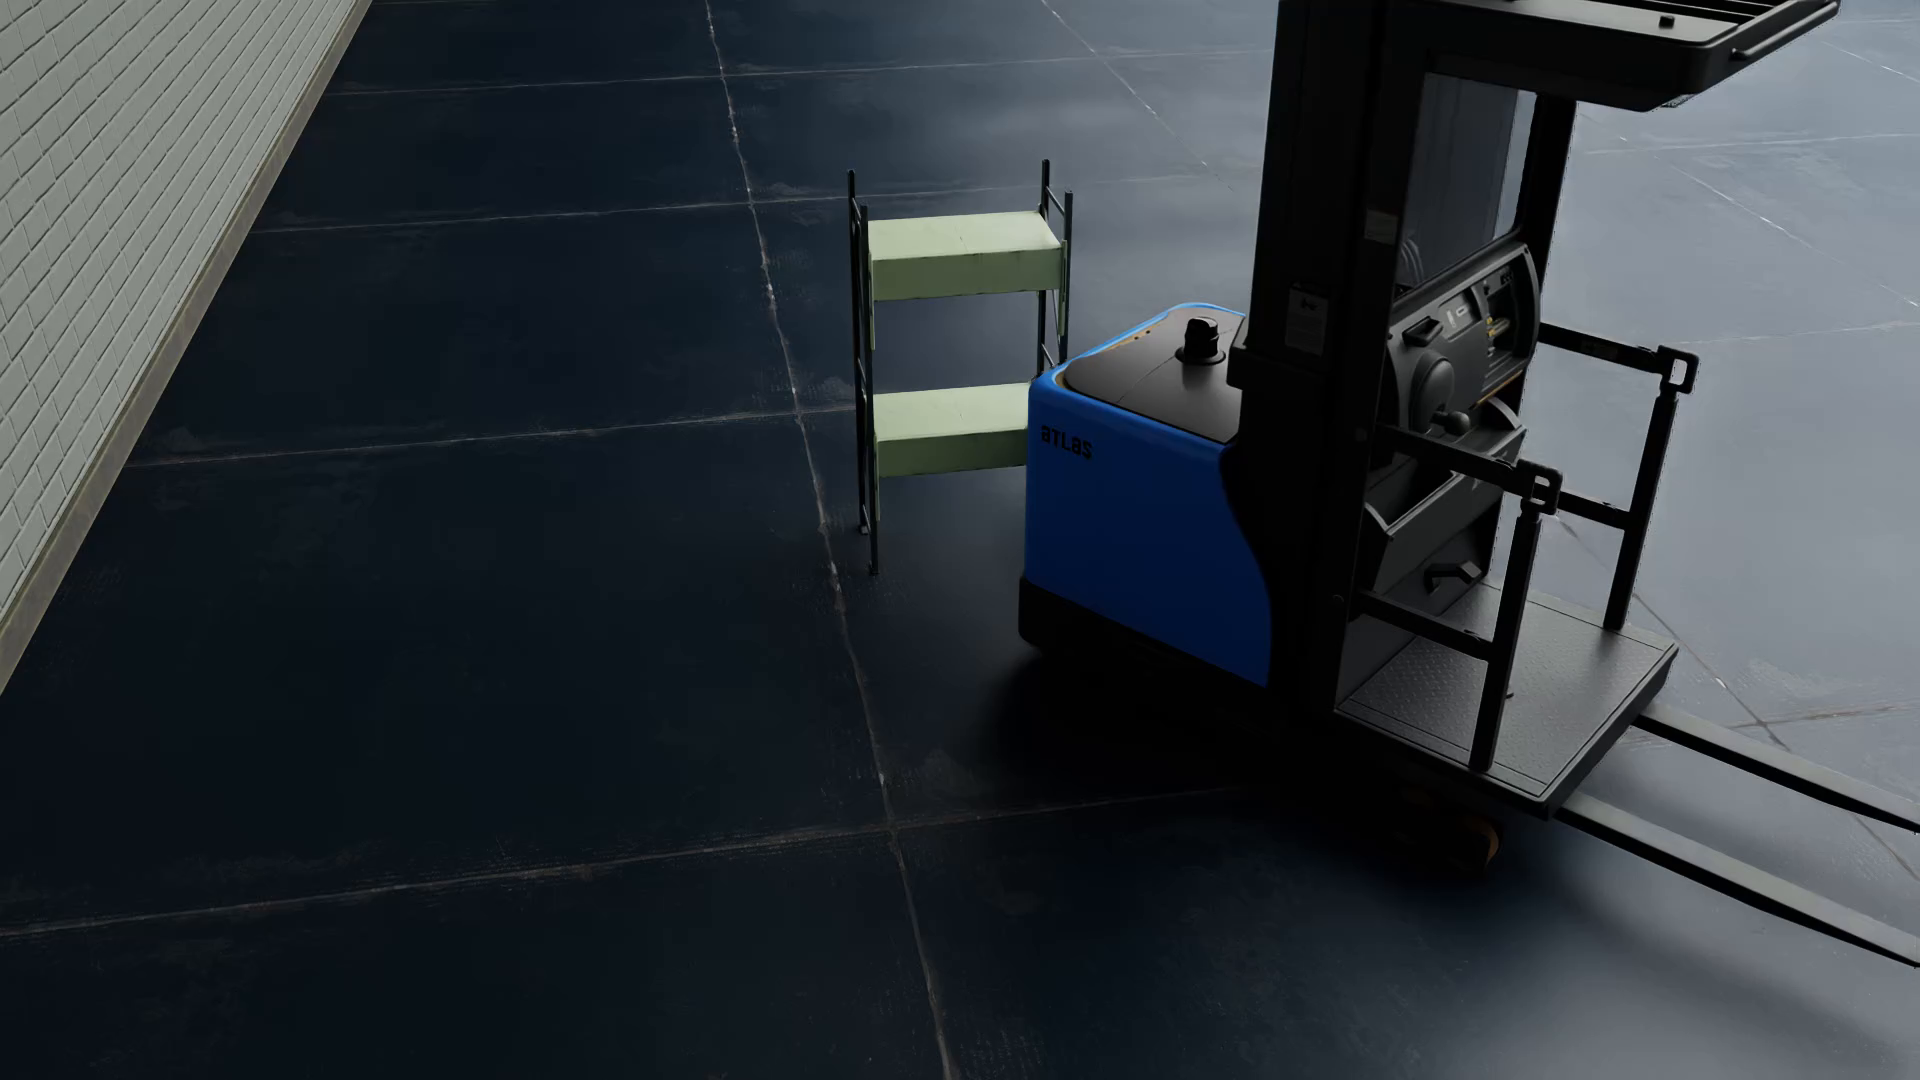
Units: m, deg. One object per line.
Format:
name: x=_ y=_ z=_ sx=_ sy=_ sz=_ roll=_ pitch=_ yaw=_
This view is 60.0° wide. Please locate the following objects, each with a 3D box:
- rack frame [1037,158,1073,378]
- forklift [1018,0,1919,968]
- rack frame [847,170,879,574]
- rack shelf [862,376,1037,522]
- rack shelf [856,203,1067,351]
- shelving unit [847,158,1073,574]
rack frame: x=0.353 y=-0.679 z=6.426 sx=0.023 sy=1.500 sz=0.400 roll=-5 pitch=31 yaw=-9
forklift: x=1.658 y=-0.565 z=4.819 sx=3.031 sy=2.935 sz=1.130 roll=24 pitch=38 yaw=34
rack frame: x=-0.367 y=-0.612 z=6.312 sx=0.023 sy=1.500 sz=0.400 roll=-5 pitch=31 yaw=-9
rack shelf: x=-0.007 y=-0.365 z=6.534 sx=0.720 sy=0.370 sz=0.431 roll=-5 pitch=31 yaw=-9
rack shelf: x=-0.007 y=-0.982 z=6.171 sx=0.720 sy=0.370 sz=0.431 roll=-5 pitch=31 yaw=-9
shelving unit: x=-0.007 y=-0.646 z=6.369 sx=0.755 sy=1.500 sz=0.431 roll=-5 pitch=31 yaw=-9
